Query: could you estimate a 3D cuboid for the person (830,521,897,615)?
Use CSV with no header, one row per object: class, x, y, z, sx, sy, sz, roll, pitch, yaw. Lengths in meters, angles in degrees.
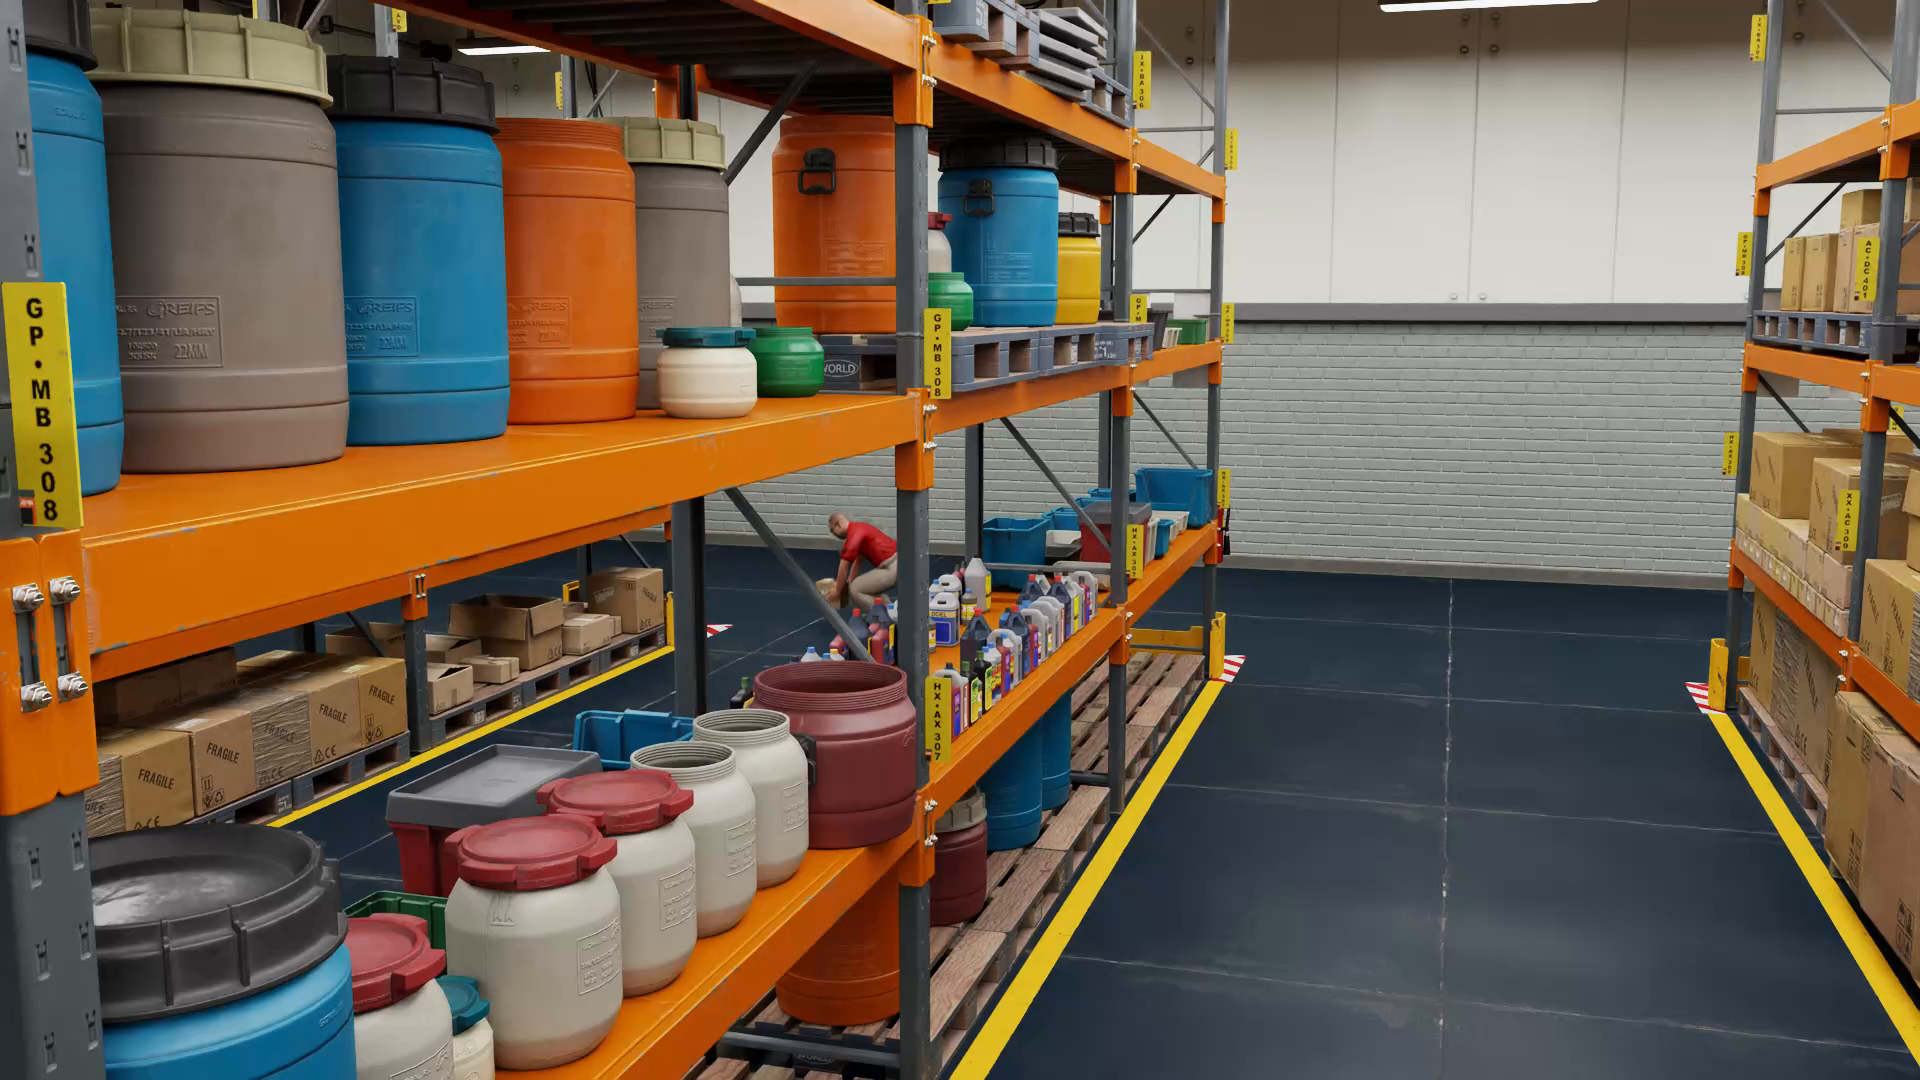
person,-0.840,0.304,15.910,0.794,0.997,0.523,2,9,16
